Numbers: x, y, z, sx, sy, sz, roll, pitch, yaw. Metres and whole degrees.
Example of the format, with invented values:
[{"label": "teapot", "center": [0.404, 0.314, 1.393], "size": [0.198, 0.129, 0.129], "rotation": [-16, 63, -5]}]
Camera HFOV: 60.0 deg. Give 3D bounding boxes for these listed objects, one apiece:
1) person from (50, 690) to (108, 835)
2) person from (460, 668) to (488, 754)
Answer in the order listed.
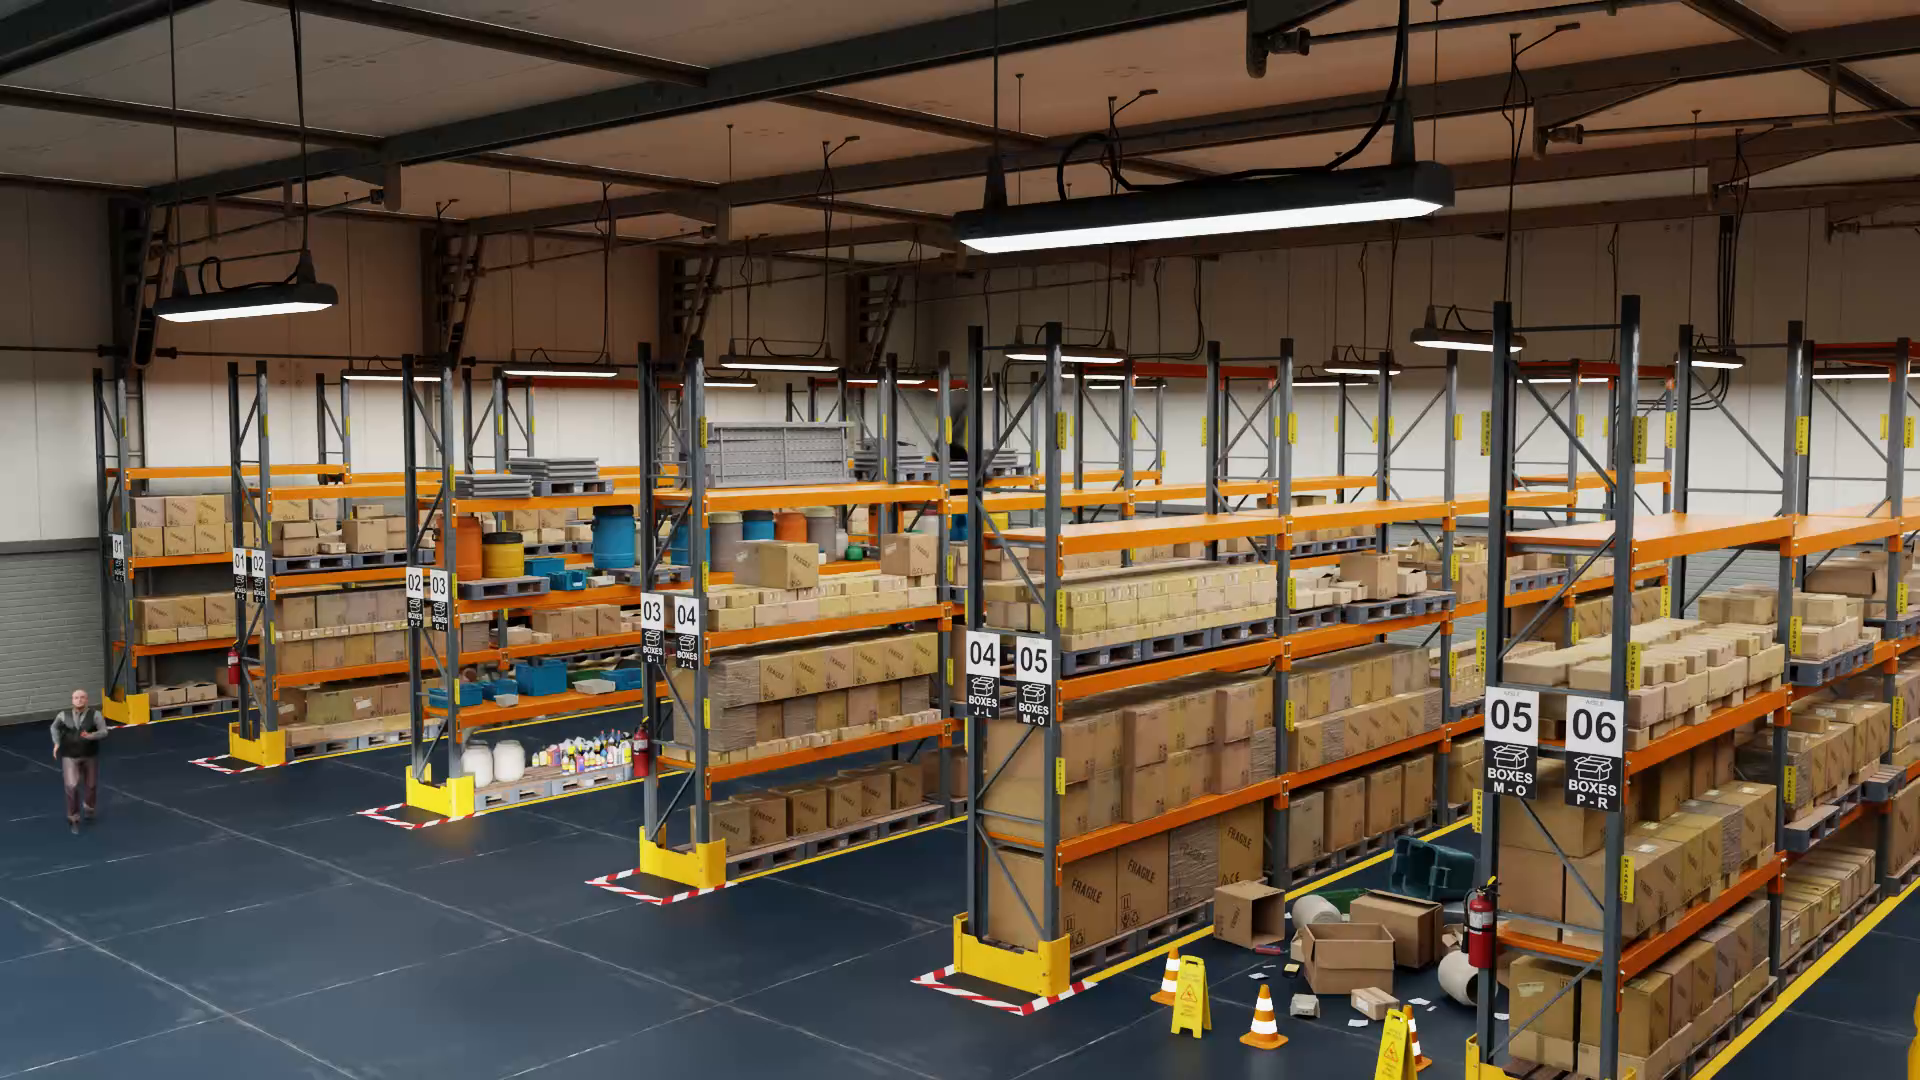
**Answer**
[{"label": "person", "center": [-11.048, 2.771, 20.893], "size": [0.630, 1.784, 0.776], "rotation": [-2, 5, -30]}, {"label": "person", "center": [-7.067, 2.627, 24.161], "size": [0.543, 1.570, 0.571], "rotation": [3, 5, 37]}]
